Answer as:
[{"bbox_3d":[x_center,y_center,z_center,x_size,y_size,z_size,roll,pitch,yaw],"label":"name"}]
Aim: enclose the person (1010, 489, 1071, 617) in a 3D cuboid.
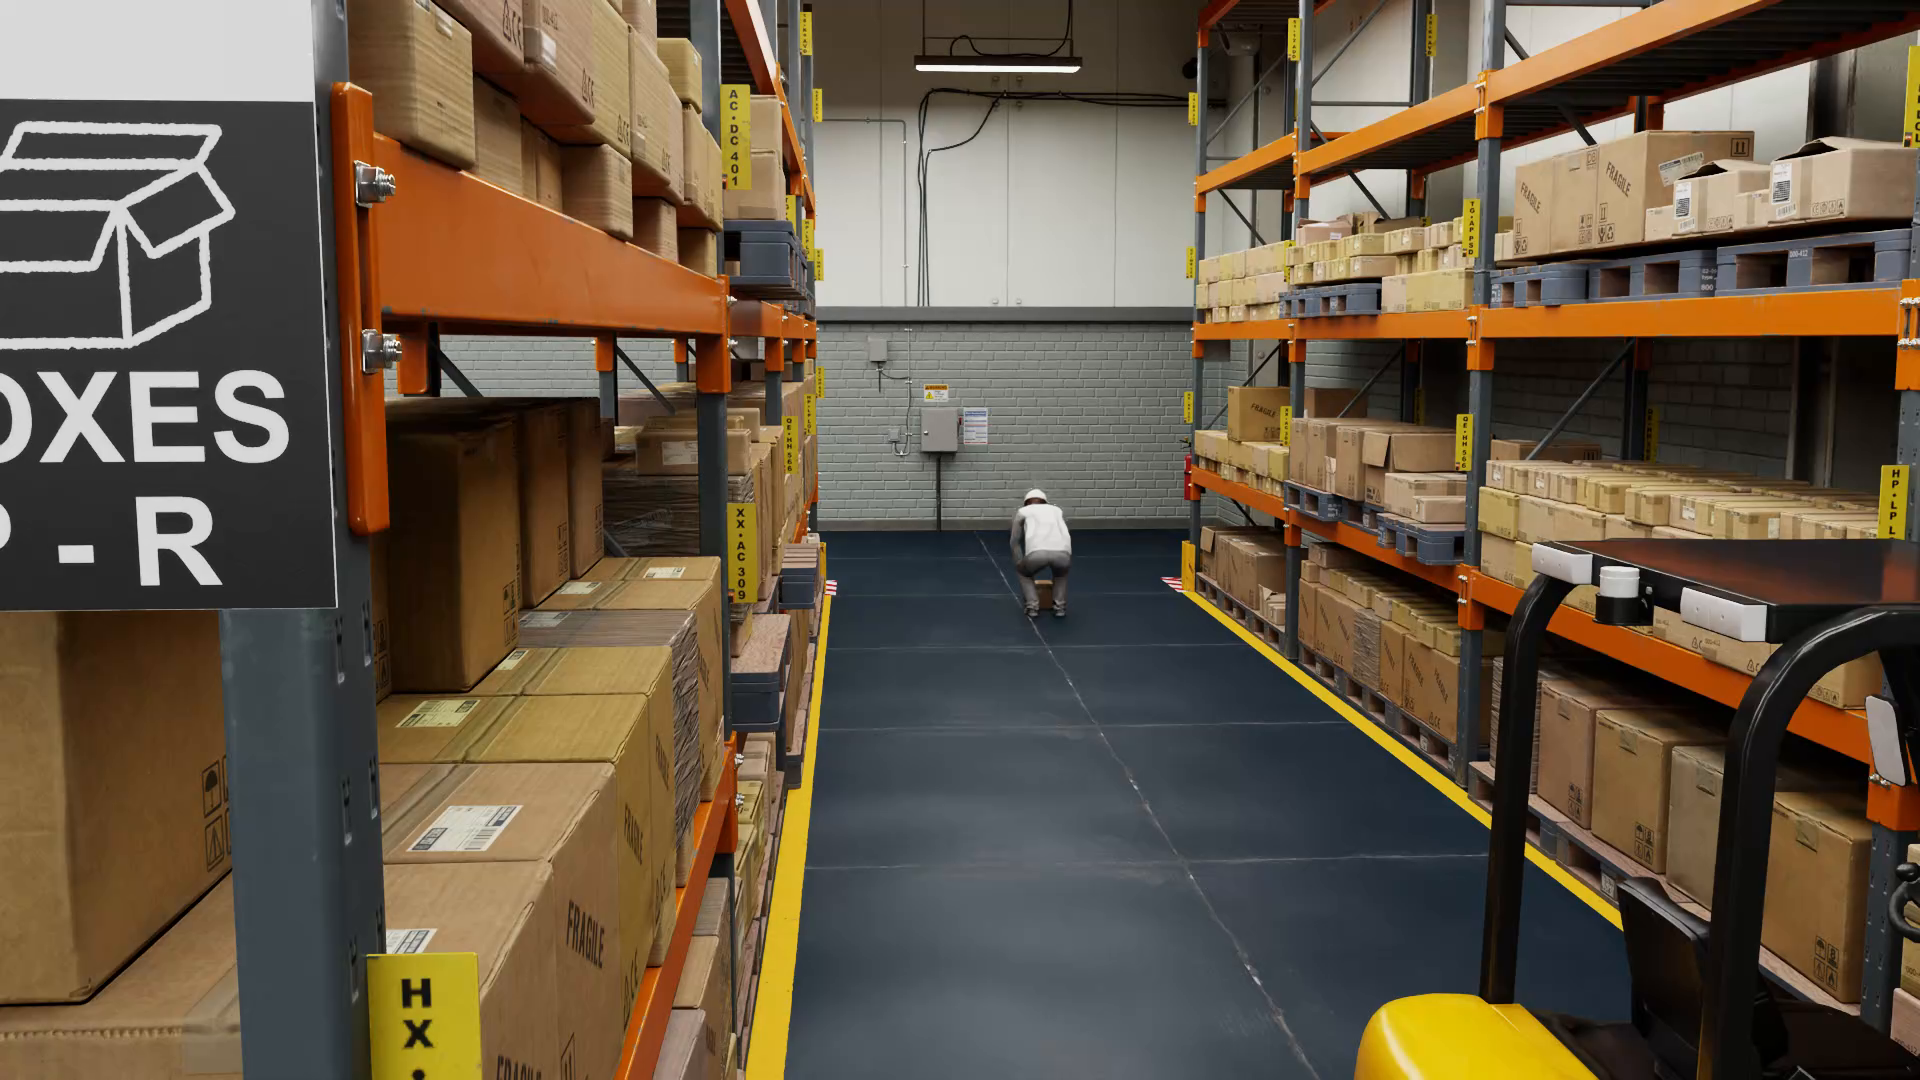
[{"bbox_3d":[0.778,0.124,16.102,0.568,1.182,0.844,0,7,-4],"label":"person"}]
